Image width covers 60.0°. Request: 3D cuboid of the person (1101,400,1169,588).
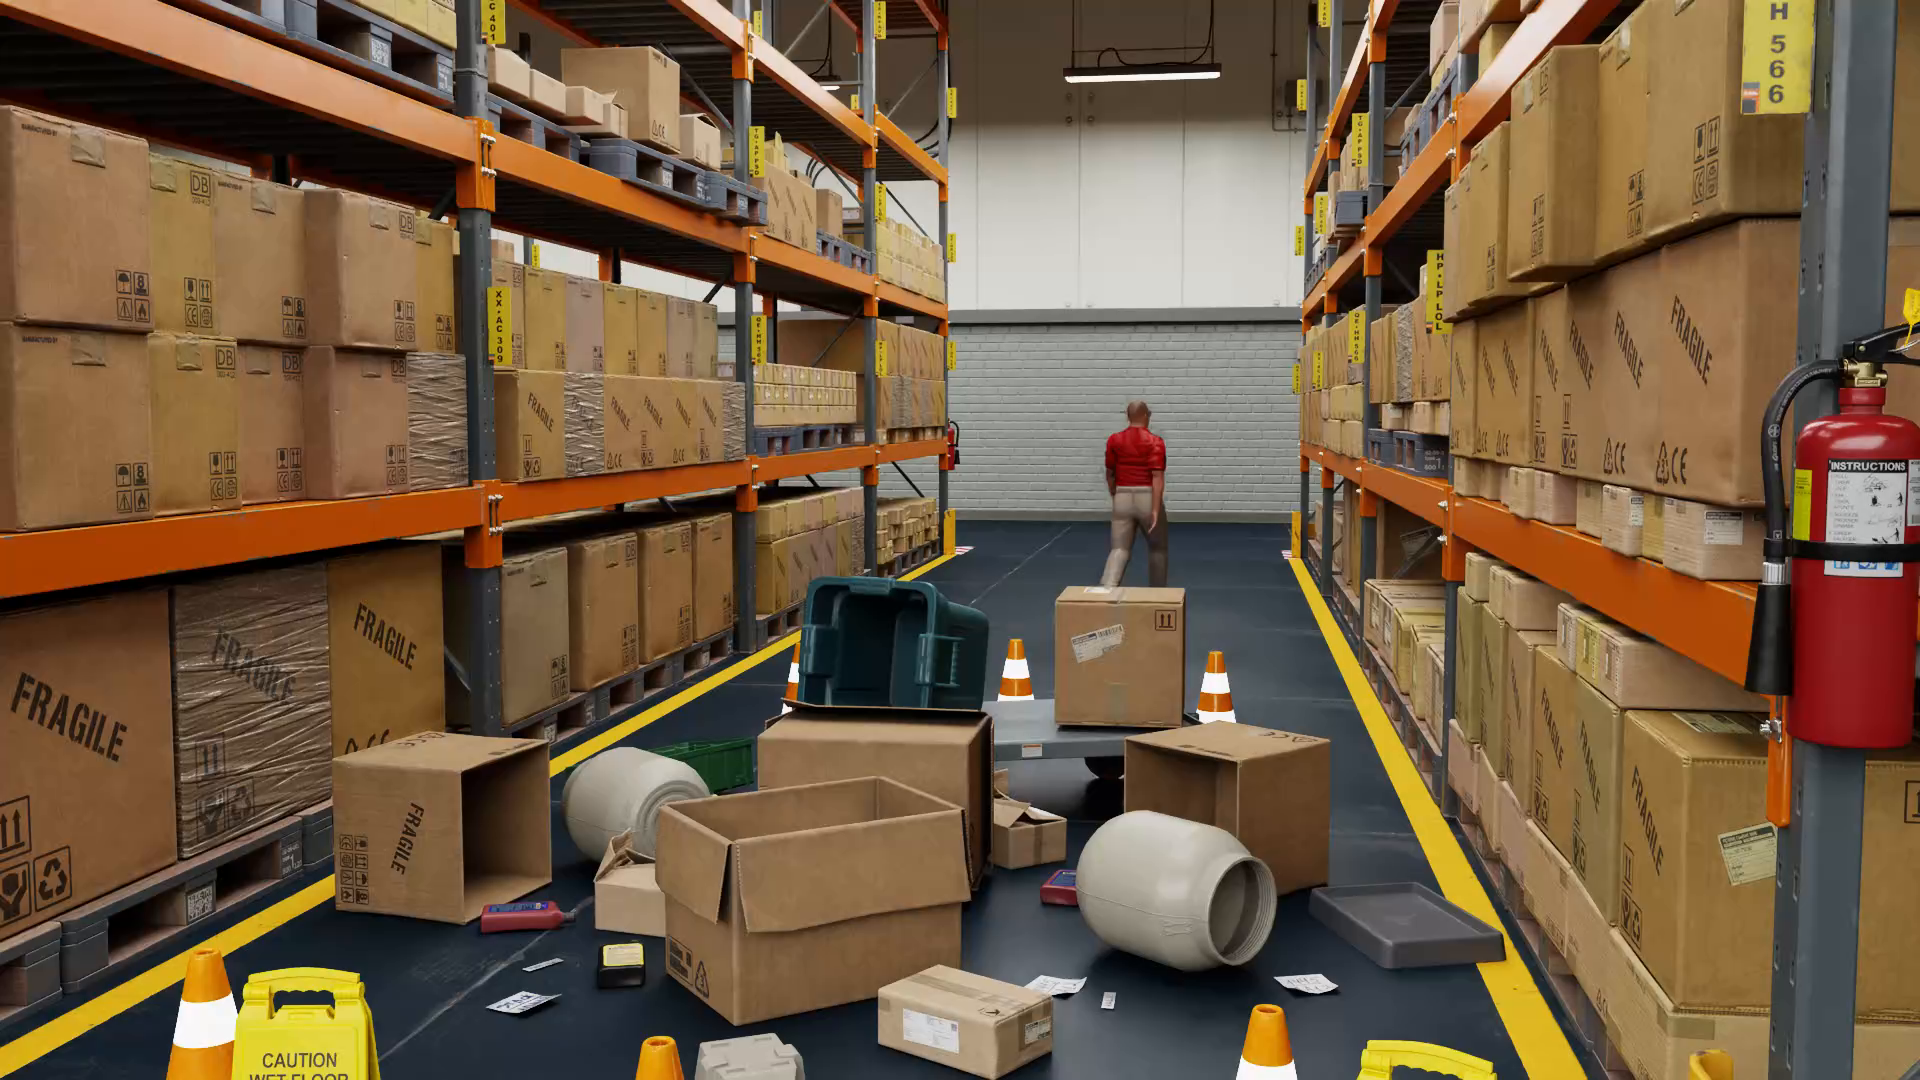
[{"bbox_3d":[1.399,-0.266,13.168,0.530,1.677,1.028,2,5,23],"label":"person"}]
